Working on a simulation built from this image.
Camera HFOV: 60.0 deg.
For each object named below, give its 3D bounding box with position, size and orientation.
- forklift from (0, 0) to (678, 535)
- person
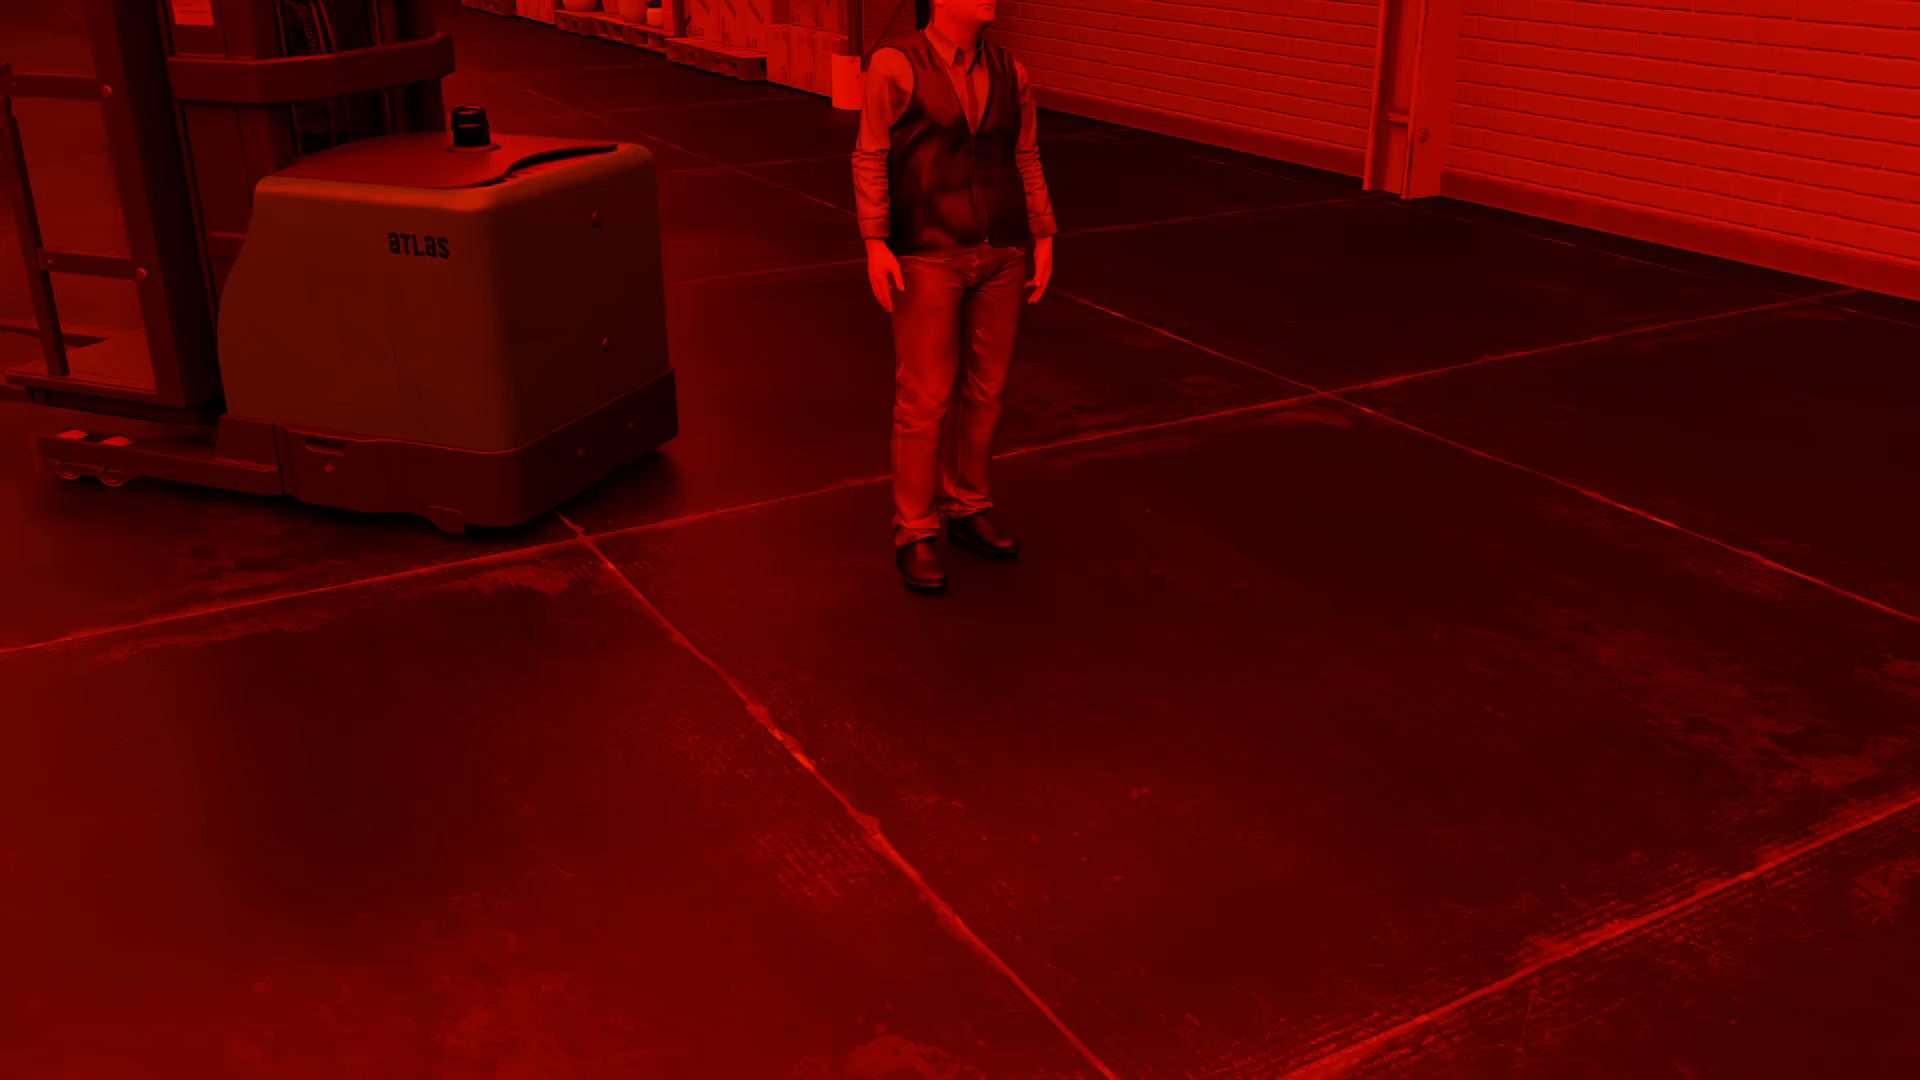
[{"bbox_3d":[-2.564,-1.710,5.440,3.031,2.935,1.130,8,24,20],"label":"forklift"},{"bbox_3d":[0.025,-0.781,4.751,0.633,1.722,0.566,-12,25,-28],"label":"person"}]
